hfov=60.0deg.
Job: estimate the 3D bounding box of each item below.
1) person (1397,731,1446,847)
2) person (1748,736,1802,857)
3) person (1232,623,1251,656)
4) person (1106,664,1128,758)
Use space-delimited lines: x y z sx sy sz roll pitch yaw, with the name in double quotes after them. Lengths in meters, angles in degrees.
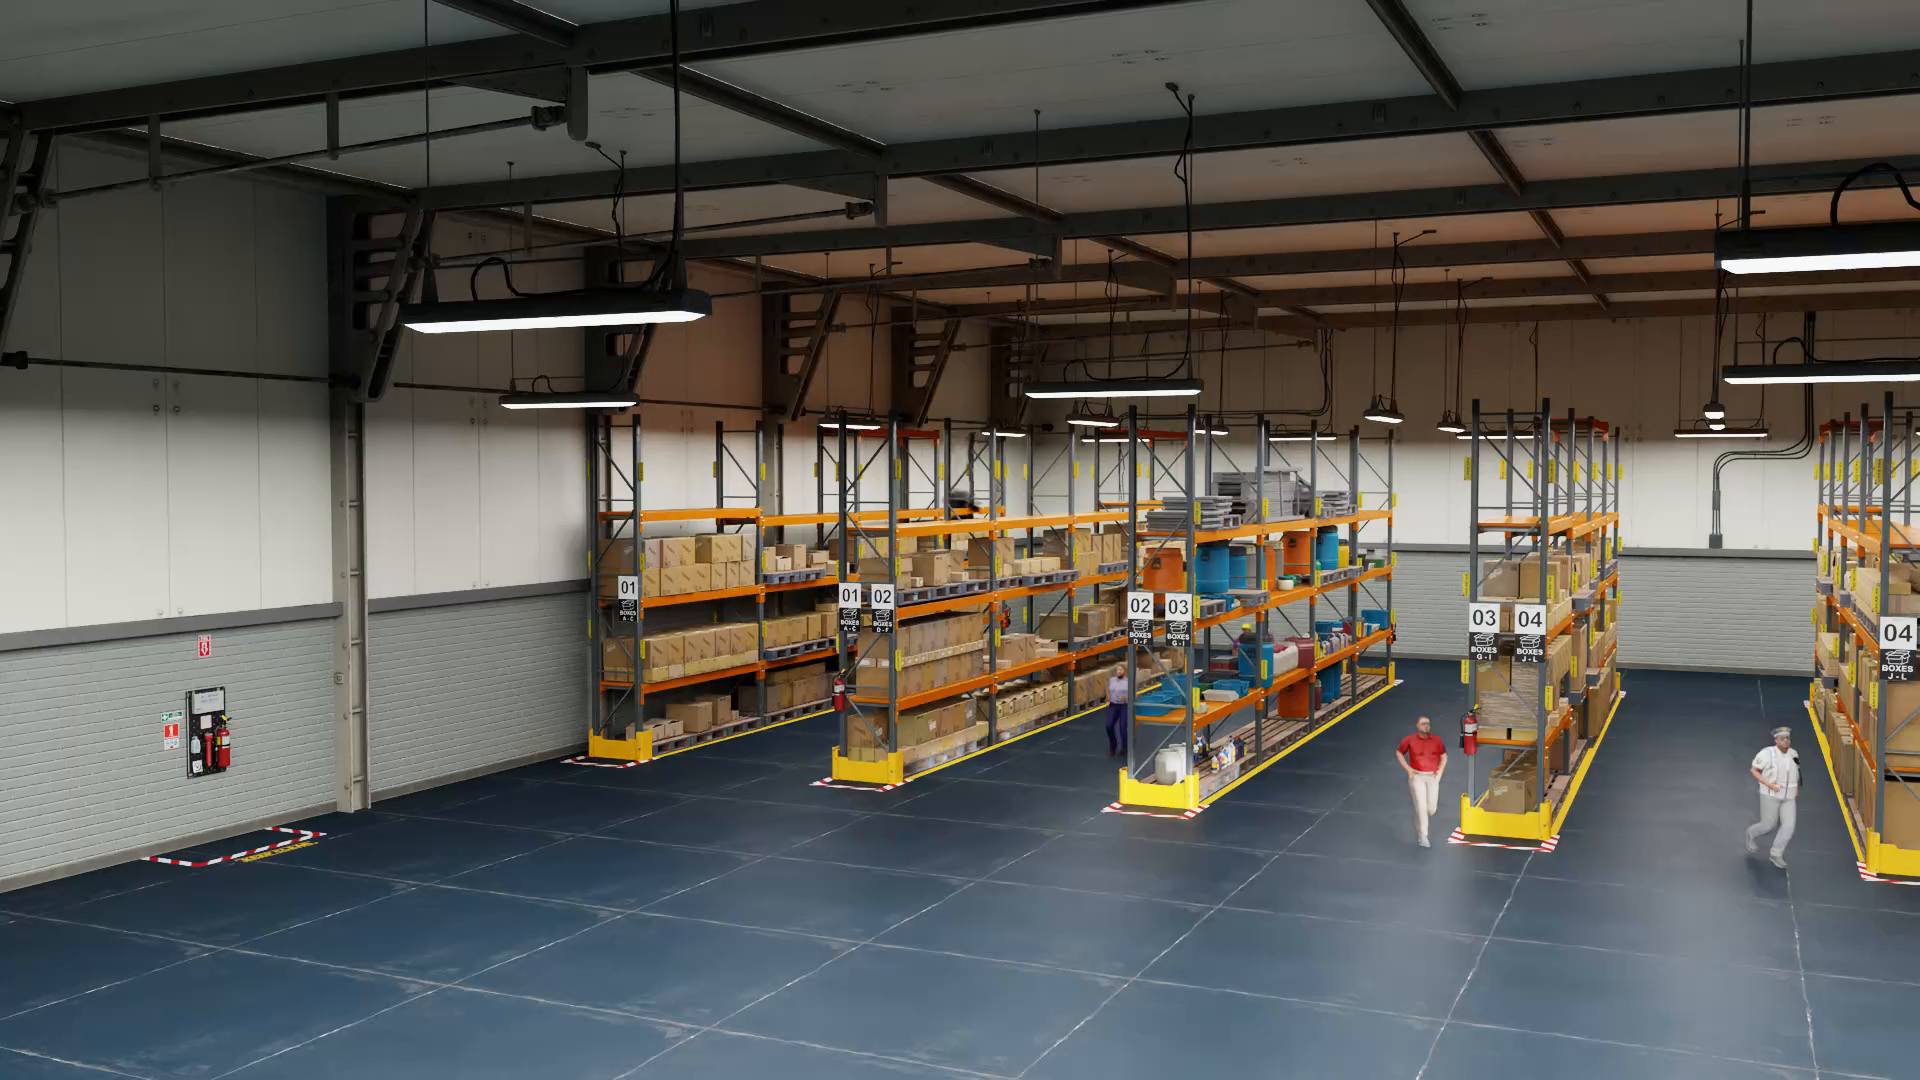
6.258 3.338 22.525 0.650 1.519 0.749 0 2 -2 "person"
10.478 3.235 21.314 0.685 1.602 0.672 0 2 -4 "person"
6.127 2.655 35.814 0.696 1.724 0.623 1 3 25 "person"
2.794 3.003 29.116 0.579 1.656 0.693 1 2 19 "person"
